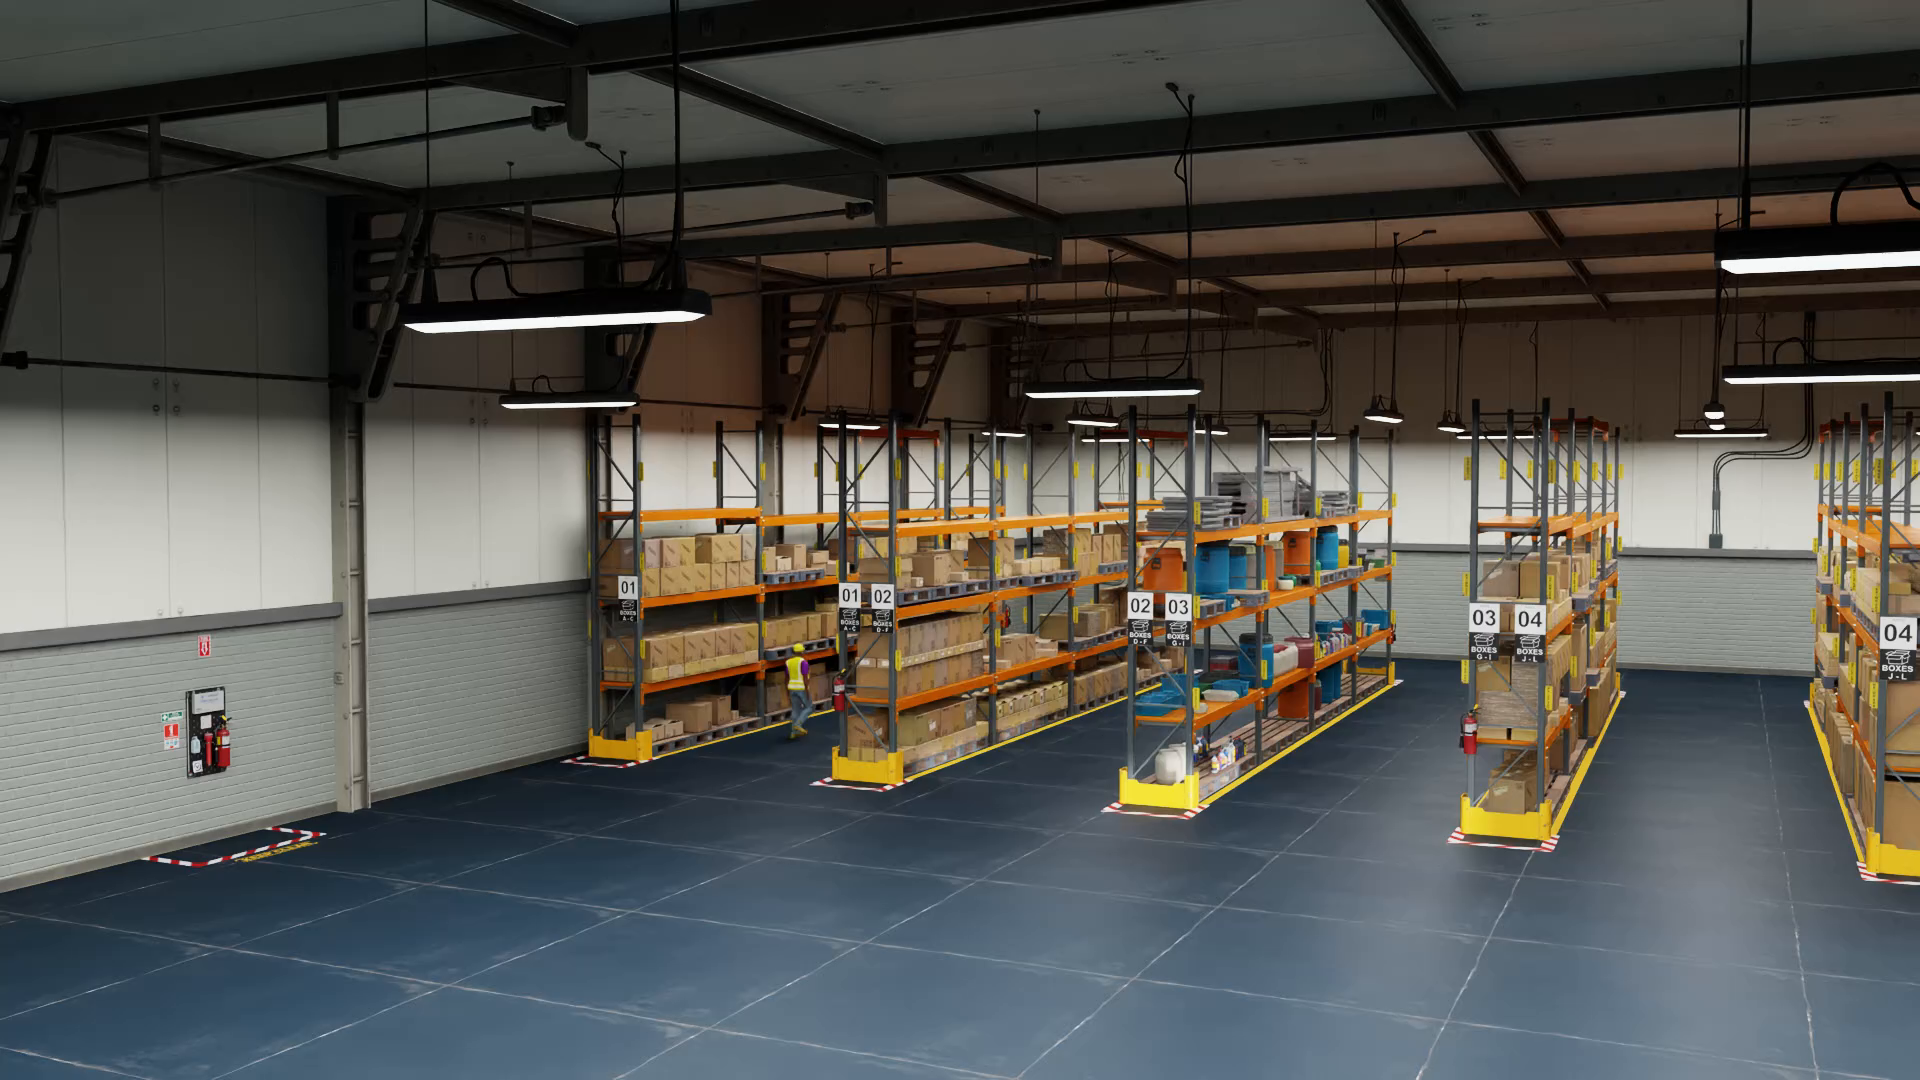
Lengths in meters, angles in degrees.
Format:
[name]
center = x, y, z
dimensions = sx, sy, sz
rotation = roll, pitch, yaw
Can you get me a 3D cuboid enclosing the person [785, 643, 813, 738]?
[person]
center = -3.061, 2.829, 31.286
dimensions = 0.610, 1.754, 0.492
rotation = 2, 3, 35
